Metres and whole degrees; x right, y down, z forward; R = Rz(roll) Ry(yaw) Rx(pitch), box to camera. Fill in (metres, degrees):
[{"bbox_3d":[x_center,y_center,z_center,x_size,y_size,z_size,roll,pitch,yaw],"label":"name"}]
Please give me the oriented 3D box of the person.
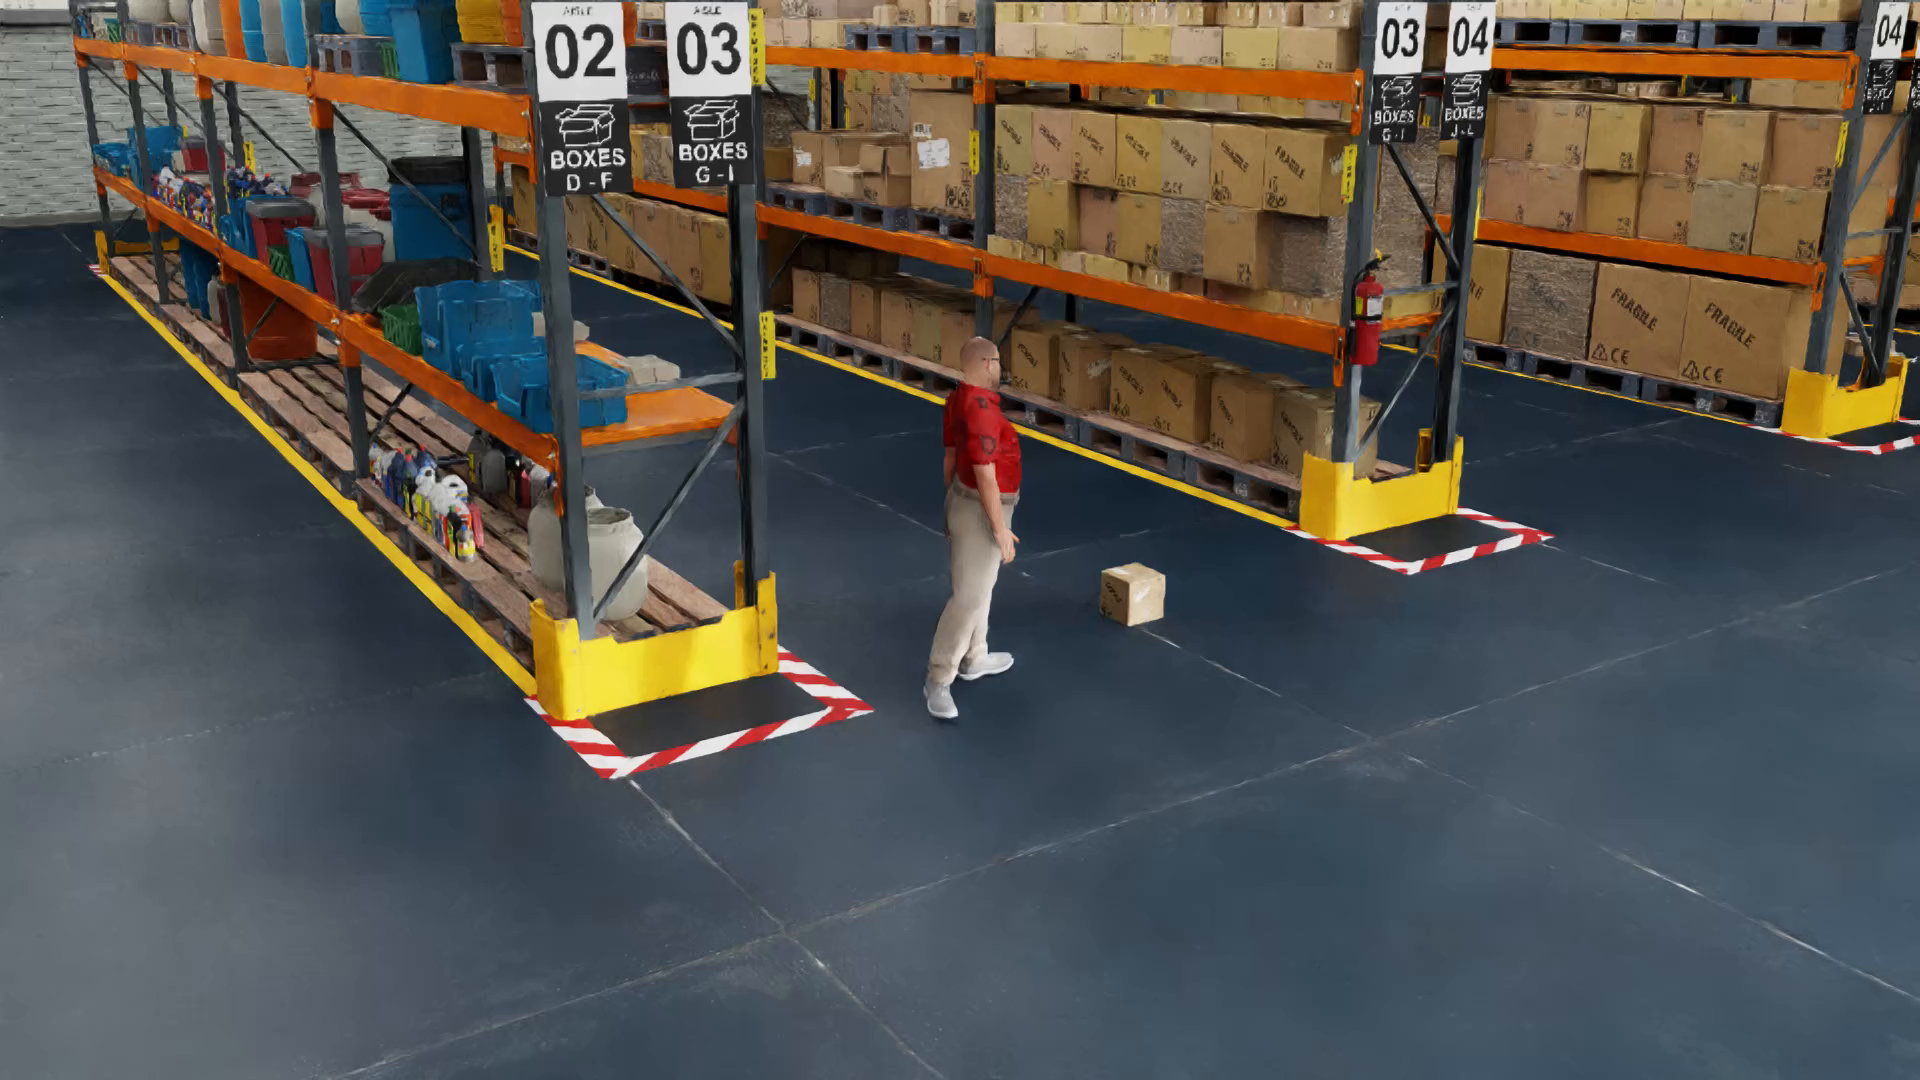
[{"bbox_3d":[0.060,-0.076,7.815,0.501,1.723,0.722,-2,18,-8],"label":"person"}]
